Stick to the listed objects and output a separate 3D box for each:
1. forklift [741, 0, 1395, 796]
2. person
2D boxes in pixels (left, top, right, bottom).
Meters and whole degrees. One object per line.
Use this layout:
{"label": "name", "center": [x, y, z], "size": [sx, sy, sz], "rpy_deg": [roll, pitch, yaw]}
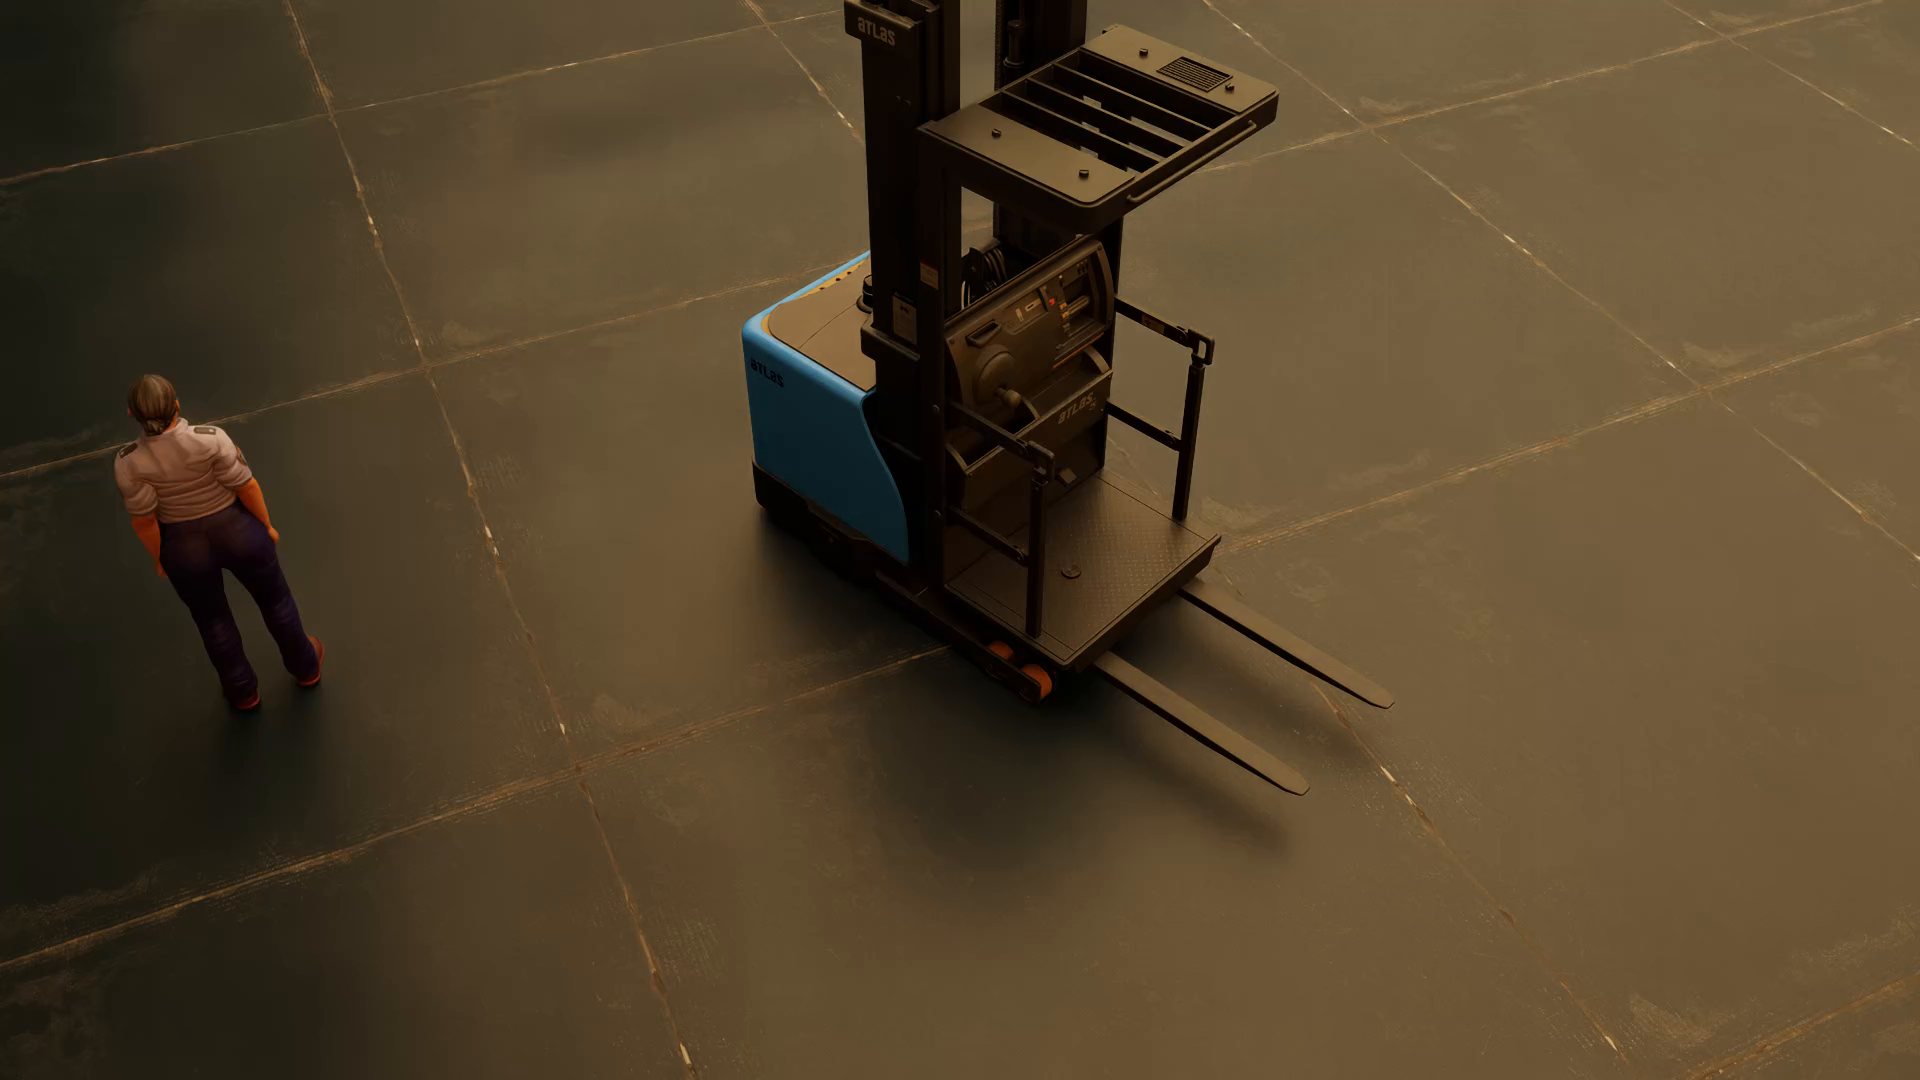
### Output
{"label": "forklift", "center": [0.445, -0.788, 6.525], "size": [3.031, 2.935, 1.130], "rpy_deg": [32, 52, 30]}
{"label": "person", "center": [-2.970, 0.006, 6.617], "size": [0.479, 1.653, 0.350], "rpy_deg": [-19, 46, -19]}
